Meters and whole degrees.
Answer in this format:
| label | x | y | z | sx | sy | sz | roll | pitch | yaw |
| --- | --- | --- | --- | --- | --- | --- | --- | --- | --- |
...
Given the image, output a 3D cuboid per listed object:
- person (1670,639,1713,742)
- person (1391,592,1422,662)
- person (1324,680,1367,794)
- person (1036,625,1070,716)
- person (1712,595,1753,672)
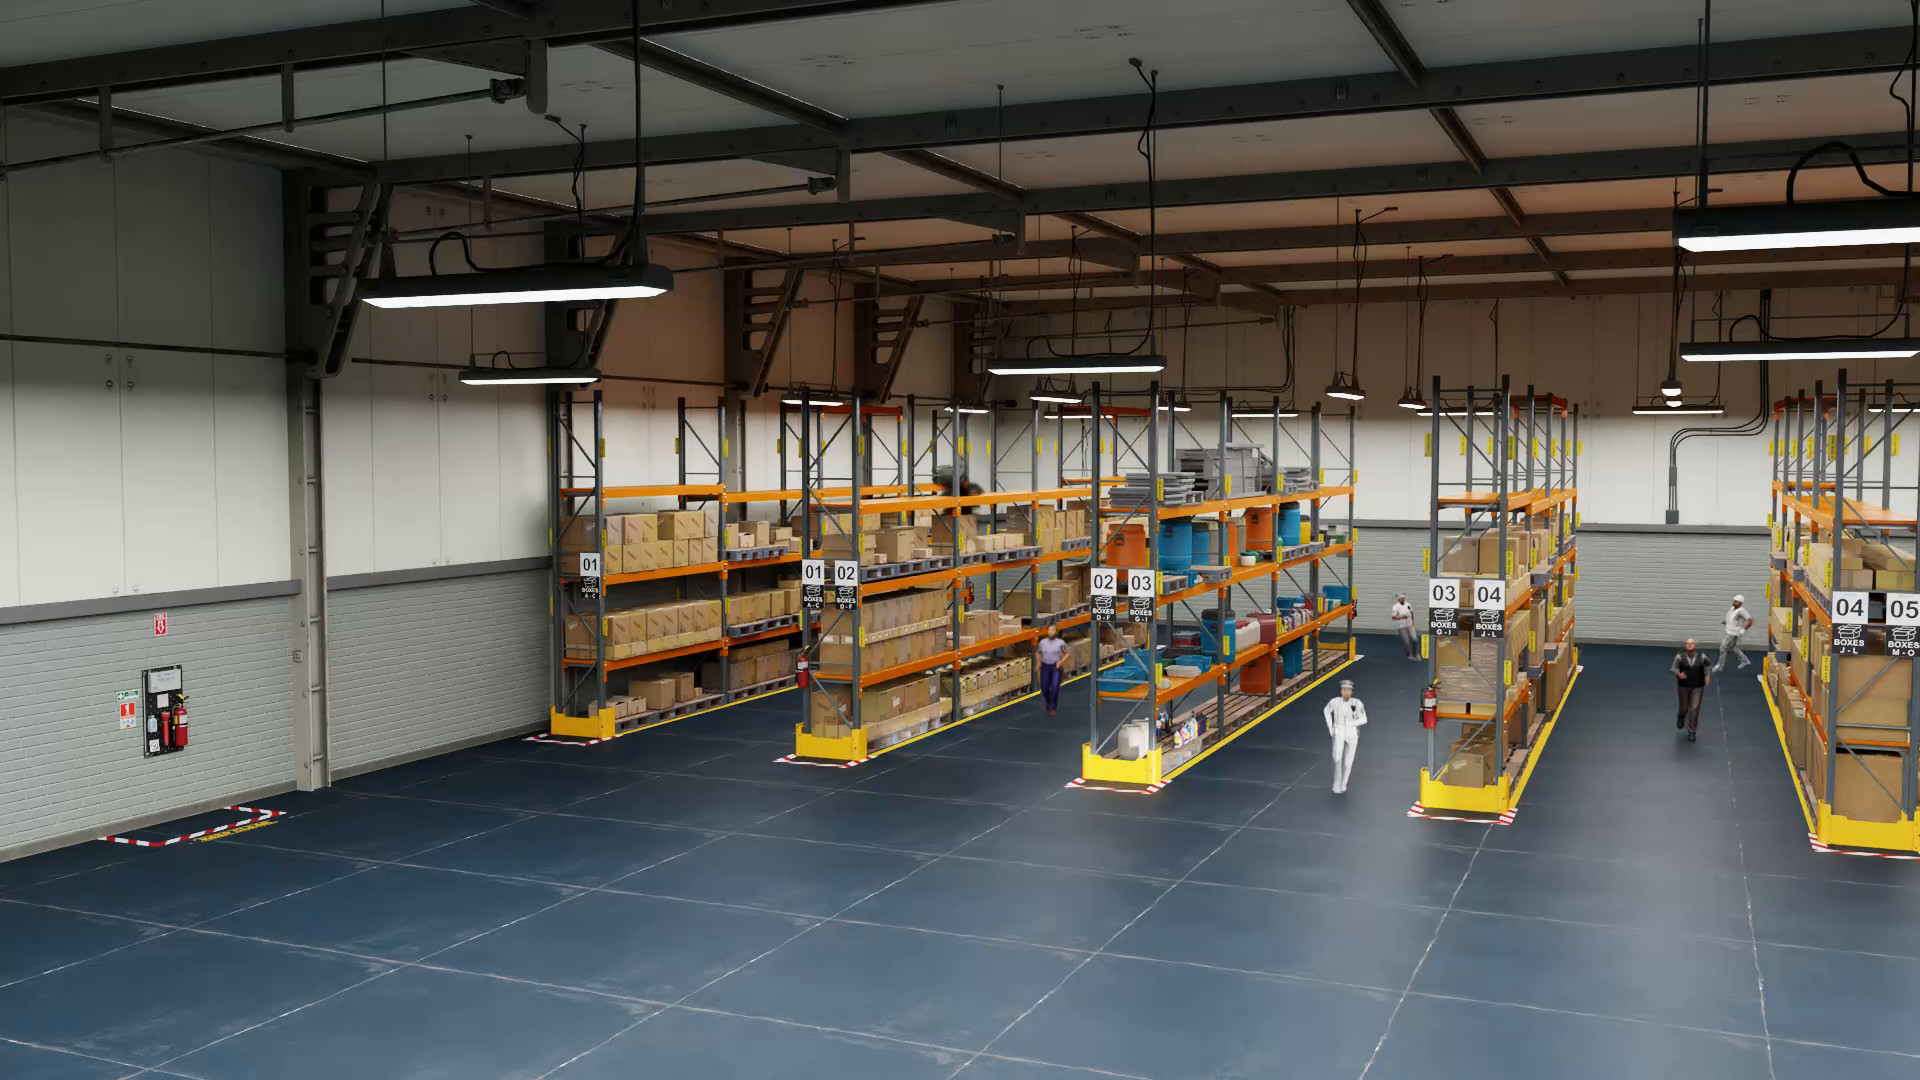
| label | x | y | z | sx | sy | sz | roll | pitch | yaw |
| --- | --- | --- | --- | --- | --- | --- | --- | --- | --- |
| person | 12.638 | 2.560 | 28.746 | 0.669 | 1.726 | 0.949 | 1 | 3 | 24 |
| person | 10.453 | 2.030 | 39.007 | 0.704 | 1.625 | 0.649 | 0 | 3 | -2 |
| person | 5.561 | 2.832 | 23.997 | 0.605 | 1.660 | 0.679 | 1 | 3 | 12 |
| person | 1.621 | 2.314 | 29.475 | 0.600 | 1.572 | 0.509 | 1 | 3 | 12 |
| person | 17.136 | 2.080 | 36.913 | 0.914 | 1.751 | 0.743 | 1 | 3 | 12 |
